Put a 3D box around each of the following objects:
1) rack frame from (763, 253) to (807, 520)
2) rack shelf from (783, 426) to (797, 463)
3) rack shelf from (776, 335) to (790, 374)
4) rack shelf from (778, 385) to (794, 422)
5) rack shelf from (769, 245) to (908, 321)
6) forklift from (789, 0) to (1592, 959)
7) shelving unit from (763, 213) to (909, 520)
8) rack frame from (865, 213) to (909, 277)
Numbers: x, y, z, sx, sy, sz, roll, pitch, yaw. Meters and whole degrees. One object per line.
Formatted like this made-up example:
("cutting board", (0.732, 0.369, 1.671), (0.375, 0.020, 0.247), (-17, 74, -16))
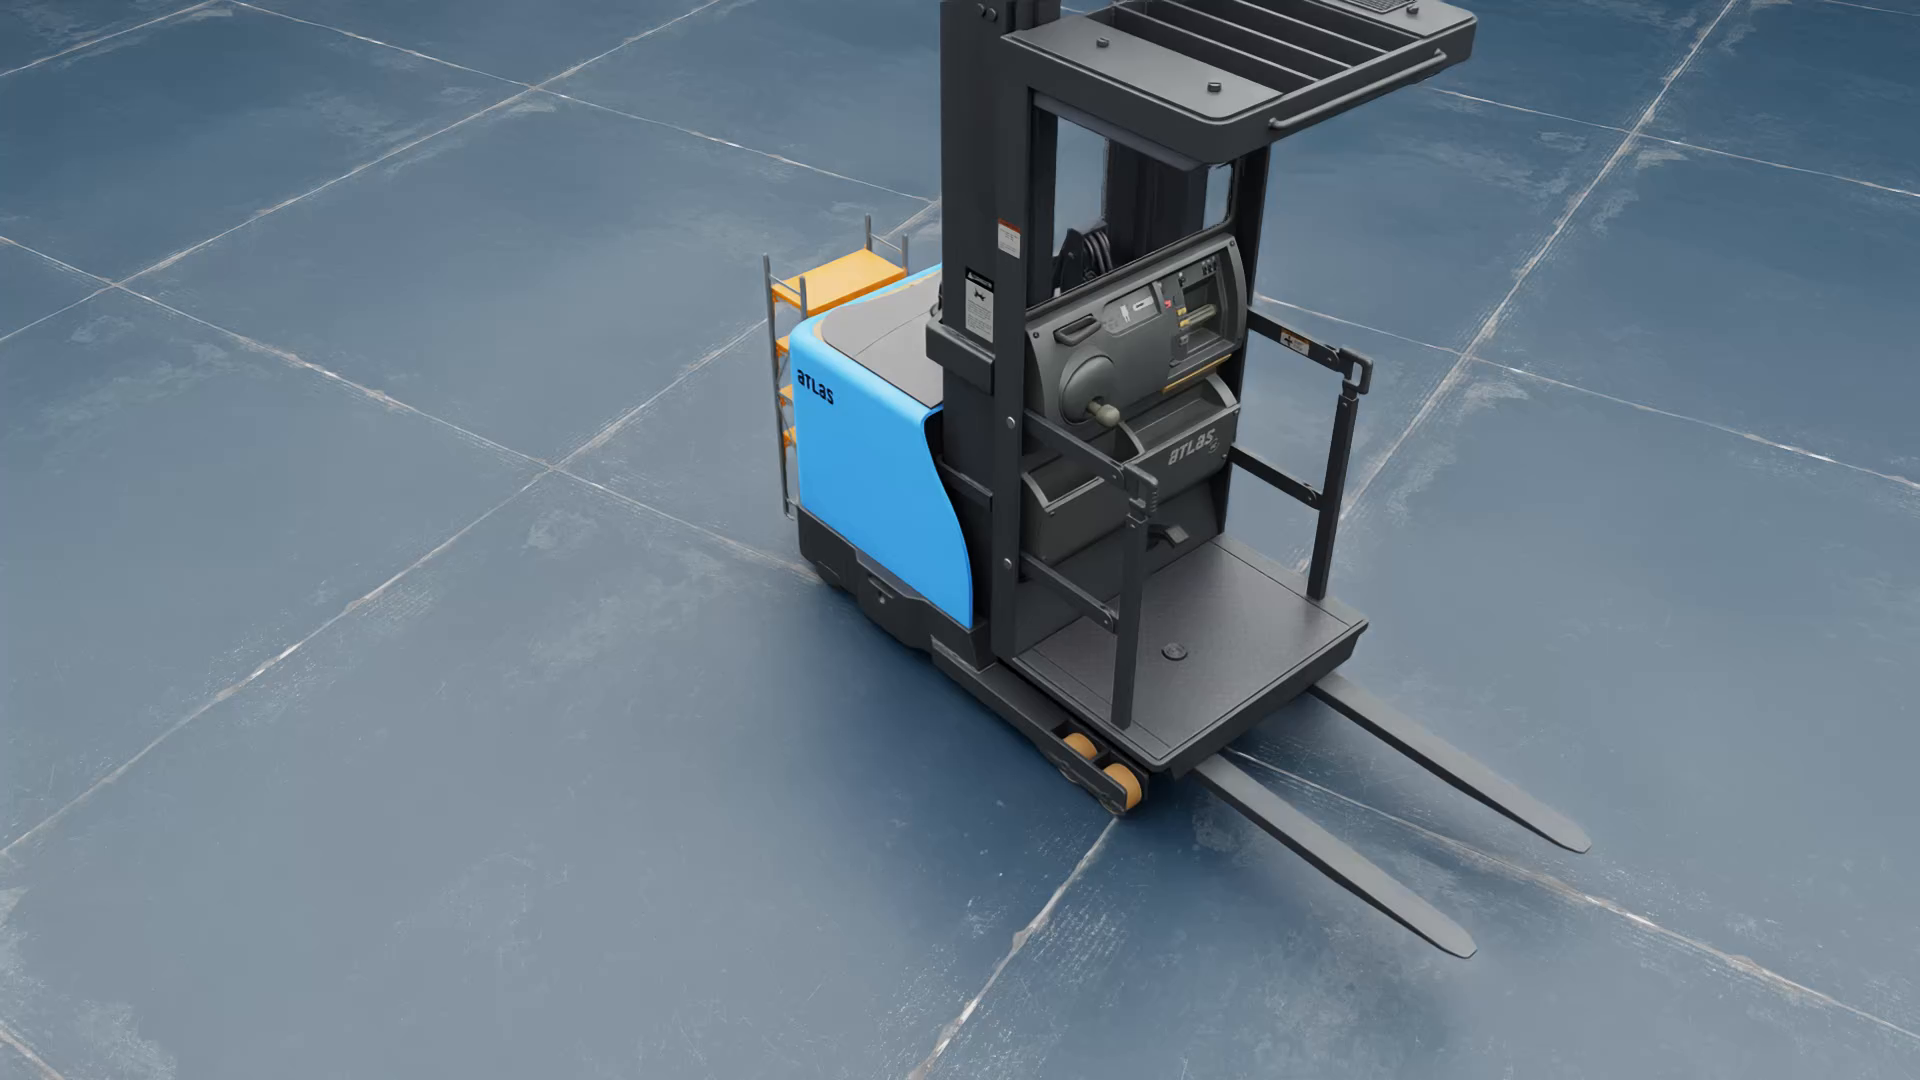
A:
("rack frame", (-0.645, -0.530, 6.455), (0.015, 1.200, 0.240), (-29, 46, -32))
("rack shelf", (-0.463, -0.419, 6.746), (0.480, 0.148, 0.258), (-29, 46, -32))
("rack shelf", (-0.463, -0.753, 6.488), (0.480, 0.148, 0.258), (-29, 46, -32))
("rack shelf", (-0.463, -0.576, 6.625), (0.480, 0.148, 0.258), (-29, 46, -32))
("rack shelf", (-0.463, -0.941, 6.344), (0.480, 0.148, 0.258), (-29, 46, -32))
("forklift", (0.715, -0.599, 5.127), (1.130, 2.935, 3.031), (-28, 46, -32))
("shelving unit", (-0.463, -0.629, 6.584), (0.503, 1.200, 0.258), (-29, 46, -32))
("rack frame", (-0.282, -0.729, 6.713), (0.015, 1.200, 0.240), (-29, 46, -32))
